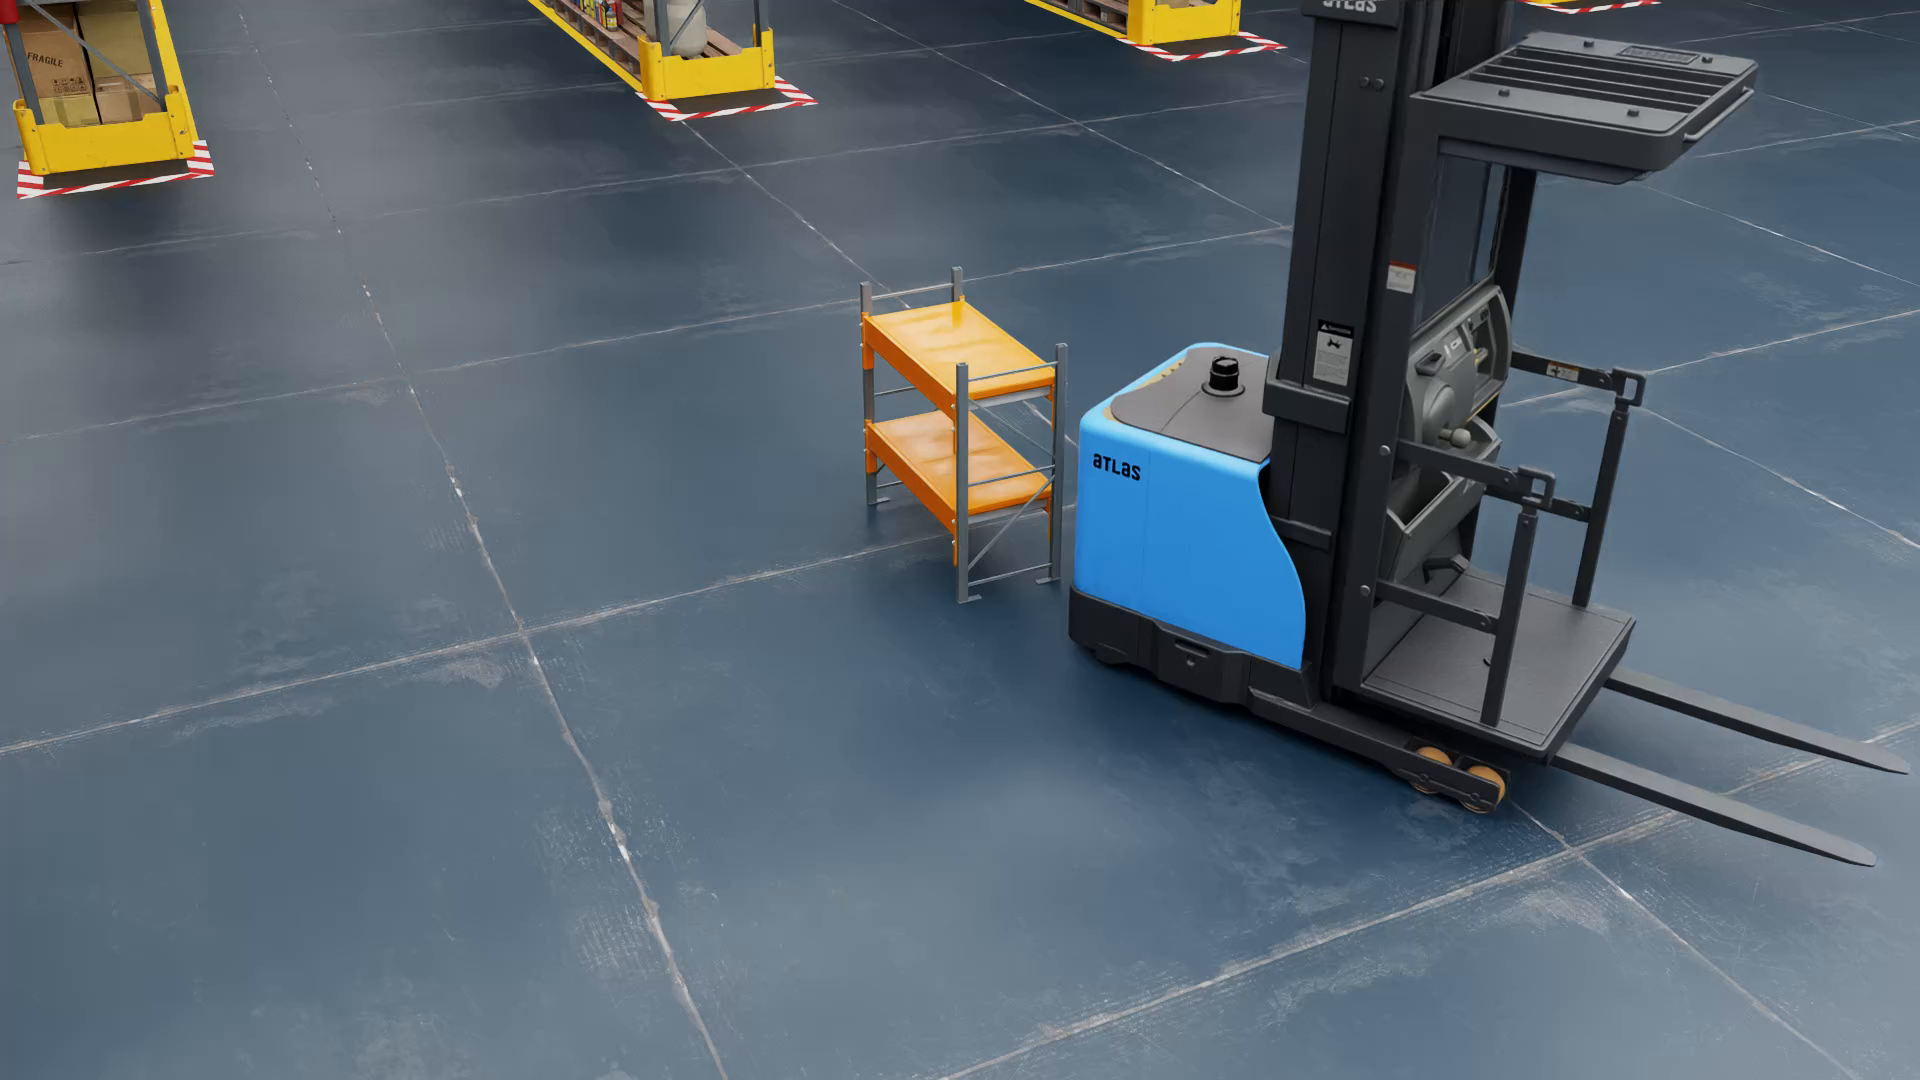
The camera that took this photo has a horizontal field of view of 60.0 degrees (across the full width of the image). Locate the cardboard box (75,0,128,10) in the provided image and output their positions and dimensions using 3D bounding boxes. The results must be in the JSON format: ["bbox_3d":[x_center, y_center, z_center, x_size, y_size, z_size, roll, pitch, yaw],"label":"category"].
[{"bbox_3d":[-7.128,-4.334,14.027,0.500,0.500,0.500,-13,32,-22],"label":"cardboard box"}]

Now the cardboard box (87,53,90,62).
[{"bbox_3d":[-7.808,-4.119,14.411,0.500,0.250,0.500,-13,32,-22],"label":"cardboard box"}]

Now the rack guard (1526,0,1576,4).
[{"bbox_3d":[6.826,-6.275,18.429,1.175,0.500,0.348,-13,32,-22],"label":"rack guard"}]

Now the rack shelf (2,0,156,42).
[{"bbox_3d":[-7.514,-4.870,14.104,1.077,0.370,4.000,-13,32,-22],"label":"rack shelf"}]

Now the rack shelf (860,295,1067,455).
[{"bbox_3d":[-0.003,-0.749,7.337,0.538,0.278,1.000,-13,32,-22],"label":"rack shelf"}]

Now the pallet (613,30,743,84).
[{"bbox_3d":[-2.600,-4.506,15.570,1.003,0.211,1.213,-13,32,-22],"label":"pallet"}]

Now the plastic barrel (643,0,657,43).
[{"bbox_3d":[-2.747,-4.933,15.595,0.421,0.512,0.421,0,29,0],"label":"plastic barrel"}]

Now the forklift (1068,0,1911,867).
[{"bbox_3d":[1.941,-0.590,5.806,3.031,2.935,1.130,20,35,31],"label":"forklift"}]

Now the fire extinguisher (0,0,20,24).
[{"bbox_3d":[-7.025,-4.117,12.104,0.296,0.674,0.183,-13,32,-22],"label":"fire extinguisher"}]

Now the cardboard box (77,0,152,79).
[{"bbox_3d":[-6.901,-4.115,13.638,0.500,0.500,0.500,-13,32,-22],"label":"cardboard box"}]

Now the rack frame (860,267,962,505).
[{"bbox_3d":[-0.221,-0.718,7.881,0.500,1.125,0.032,-13,32,-22],"label":"rack frame"}]

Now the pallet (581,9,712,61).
[{"bbox_3d":[-3.119,-5.044,16.530,1.003,0.211,1.213,-13,32,-22],"label":"pallet"}]

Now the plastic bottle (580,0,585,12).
[{"bbox_3d":[-3.812,-5.504,16.826,0.061,0.283,0.133,-12,31,-20],"label":"plastic bottle"}]

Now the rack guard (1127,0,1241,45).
[{"bbox_3d":[2.260,-5.322,16.730,1.175,0.500,0.348,-13,32,-22],"label":"rack guard"}]

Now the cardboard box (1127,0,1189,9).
[{"bbox_3d":[2.040,-5.751,17.066,0.500,0.500,0.500,-7,30,-13],"label":"cardboard box"}]

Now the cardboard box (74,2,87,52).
[{"bbox_3d":[-7.811,-4.446,14.226,0.500,0.500,0.500,-13,32,-22],"label":"cardboard box"}]

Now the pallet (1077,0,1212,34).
[{"bbox_3d":[1.943,-5.562,17.454,1.003,0.211,1.213,-13,32,-22],"label":"pallet"}]

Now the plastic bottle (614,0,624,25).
[{"bbox_3d":[-3.352,-5.205,16.293,0.061,0.283,0.133,-13,32,-22],"label":"plastic bottle"}]

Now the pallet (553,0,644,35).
[{"bbox_3d":[-3.647,-5.584,17.492,1.003,0.211,1.213,-13,32,-22],"label":"pallet"}]

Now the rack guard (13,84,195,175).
[{"bbox_3d":[-6.645,-3.200,12.945,1.175,0.500,0.348,-13,32,-22],"label":"rack guard"}]

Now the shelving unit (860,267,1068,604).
[{"bbox_3d":[-0.003,-0.494,7.480,0.538,1.125,1.048,-13,32,-22],"label":"shelving unit"}]

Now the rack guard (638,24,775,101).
[{"bbox_3d":[-2.256,-4.272,14.858,1.175,0.500,0.348,-13,32,-22],"label":"rack guard"}]

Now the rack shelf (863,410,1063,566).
[{"bbox_3d":[-0.003,-0.280,7.600,0.538,0.278,1.000,-13,32,-22],"label":"rack shelf"}]

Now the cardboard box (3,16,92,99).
[{"bbox_3d":[-7.155,-3.786,13.050,0.500,0.500,0.500,-13,32,-22],"label":"cardboard box"}]

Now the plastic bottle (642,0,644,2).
[{"bbox_3d":[-3.221,-5.629,17.048,0.061,0.283,0.133,-13,32,-22],"label":"plastic bottle"}]

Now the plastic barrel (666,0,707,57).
[{"bbox_3d":[-2.532,-4.712,15.200,0.421,0.512,0.421,0,29,0],"label":"plastic barrel"}]

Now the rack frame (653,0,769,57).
[{"bbox_3d":[-2.181,-5.339,14.204,1.000,3.000,0.127,-13,32,-22],"label":"rack frame"}]

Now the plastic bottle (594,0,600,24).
[{"bbox_3d":[-3.508,-5.240,16.363,0.152,0.276,0.135,-14,32,-23],"label":"plastic bottle"}]

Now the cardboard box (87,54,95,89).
[{"bbox_3d":[-7.595,-3.898,14.016,0.500,0.250,0.500,-13,32,-22],"label":"cardboard box"}]

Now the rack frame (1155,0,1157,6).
[{"bbox_3d":[2.293,-6.379,16.059,1.000,3.000,0.127,-13,32,-22],"label":"rack frame"}]

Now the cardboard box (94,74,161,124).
[{"bbox_3d":[-6.685,-3.568,13.428,0.500,0.250,0.500,-13,32,-22],"label":"cardboard box"}]

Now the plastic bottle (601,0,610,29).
[{"bbox_3d":[-3.432,-5.113,16.129,0.061,0.283,0.133,-12,32,-21],"label":"plastic bottle"}]

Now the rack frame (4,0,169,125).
[{"bbox_3d":[-6.656,-4.300,12.352,1.000,3.000,0.127,-13,32,-22],"label":"rack frame"}]

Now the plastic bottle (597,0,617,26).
[{"bbox_3d":[-3.448,-5.179,16.254,0.152,0.276,0.135,-13,32,-22],"label":"plastic bottle"}]

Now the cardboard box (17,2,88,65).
[{"bbox_3d":[-7.597,-4.224,13.832,0.500,0.500,0.500,-13,32,-22],"label":"cardboard box"}]

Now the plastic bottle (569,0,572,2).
[{"bbox_3d":[-3.993,-5.740,17.254,0.152,0.276,0.135,-12,31,-20],"label":"plastic bottle"}]

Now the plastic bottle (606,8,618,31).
[{"bbox_3d":[-3.365,-5.029,16.064,0.097,0.201,0.097,0,29,0],"label":"plastic bottle"}]

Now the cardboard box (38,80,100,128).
[{"bbox_3d":[-7.153,-3.459,13.234,0.500,0.250,0.500,-13,32,-22],"label":"cardboard box"}]

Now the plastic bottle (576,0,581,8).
[{"bbox_3d":[-3.845,-5.615,16.955,0.144,0.351,0.185,-15,32,-24],"label":"plastic bottle"}]

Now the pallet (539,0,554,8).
[{"bbox_3d":[-4.270,-6.228,18.641,1.003,0.211,1.213,-13,32,-22],"label":"pallet"}]

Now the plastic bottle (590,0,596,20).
[{"bbox_3d":[-3.583,-5.345,16.474,0.144,0.351,0.185,-12,31,-20],"label":"plastic bottle"}]

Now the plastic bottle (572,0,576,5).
[{"bbox_3d":[-3.926,-5.699,17.104,0.144,0.351,0.185,-12,32,-21],"label":"plastic bottle"}]

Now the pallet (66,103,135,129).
[{"bbox_3d":[-7.022,-3.413,13.621,1.003,0.211,1.213,-13,32,-22],"label":"pallet"}]

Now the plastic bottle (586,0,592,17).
[{"bbox_3d":[-3.662,-5.427,16.621,0.144,0.351,0.185,-13,32,-22],"label":"plastic bottle"}]

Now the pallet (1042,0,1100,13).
[{"bbox_3d":[1.424,-6.101,18.414,1.003,0.211,1.213,-13,32,-22],"label":"pallet"}]

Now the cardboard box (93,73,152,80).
[{"bbox_3d":[-6.903,-3.788,13.820,0.500,0.250,0.500,-13,32,-22],"label":"cardboard box"}]

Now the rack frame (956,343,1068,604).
[{"bbox_3d":[0.215,-0.269,7.080,0.500,1.125,0.032,-13,32,-22],"label":"rack frame"}]

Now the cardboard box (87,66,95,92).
[{"bbox_3d":[-7.378,-3.677,13.623,0.500,0.250,0.500,-13,32,-22],"label":"cardboard box"}]

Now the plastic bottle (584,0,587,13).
[{"bbox_3d":[-3.745,-5.420,16.760,0.097,0.201,0.097,0,29,0],"label":"plastic bottle"}]
